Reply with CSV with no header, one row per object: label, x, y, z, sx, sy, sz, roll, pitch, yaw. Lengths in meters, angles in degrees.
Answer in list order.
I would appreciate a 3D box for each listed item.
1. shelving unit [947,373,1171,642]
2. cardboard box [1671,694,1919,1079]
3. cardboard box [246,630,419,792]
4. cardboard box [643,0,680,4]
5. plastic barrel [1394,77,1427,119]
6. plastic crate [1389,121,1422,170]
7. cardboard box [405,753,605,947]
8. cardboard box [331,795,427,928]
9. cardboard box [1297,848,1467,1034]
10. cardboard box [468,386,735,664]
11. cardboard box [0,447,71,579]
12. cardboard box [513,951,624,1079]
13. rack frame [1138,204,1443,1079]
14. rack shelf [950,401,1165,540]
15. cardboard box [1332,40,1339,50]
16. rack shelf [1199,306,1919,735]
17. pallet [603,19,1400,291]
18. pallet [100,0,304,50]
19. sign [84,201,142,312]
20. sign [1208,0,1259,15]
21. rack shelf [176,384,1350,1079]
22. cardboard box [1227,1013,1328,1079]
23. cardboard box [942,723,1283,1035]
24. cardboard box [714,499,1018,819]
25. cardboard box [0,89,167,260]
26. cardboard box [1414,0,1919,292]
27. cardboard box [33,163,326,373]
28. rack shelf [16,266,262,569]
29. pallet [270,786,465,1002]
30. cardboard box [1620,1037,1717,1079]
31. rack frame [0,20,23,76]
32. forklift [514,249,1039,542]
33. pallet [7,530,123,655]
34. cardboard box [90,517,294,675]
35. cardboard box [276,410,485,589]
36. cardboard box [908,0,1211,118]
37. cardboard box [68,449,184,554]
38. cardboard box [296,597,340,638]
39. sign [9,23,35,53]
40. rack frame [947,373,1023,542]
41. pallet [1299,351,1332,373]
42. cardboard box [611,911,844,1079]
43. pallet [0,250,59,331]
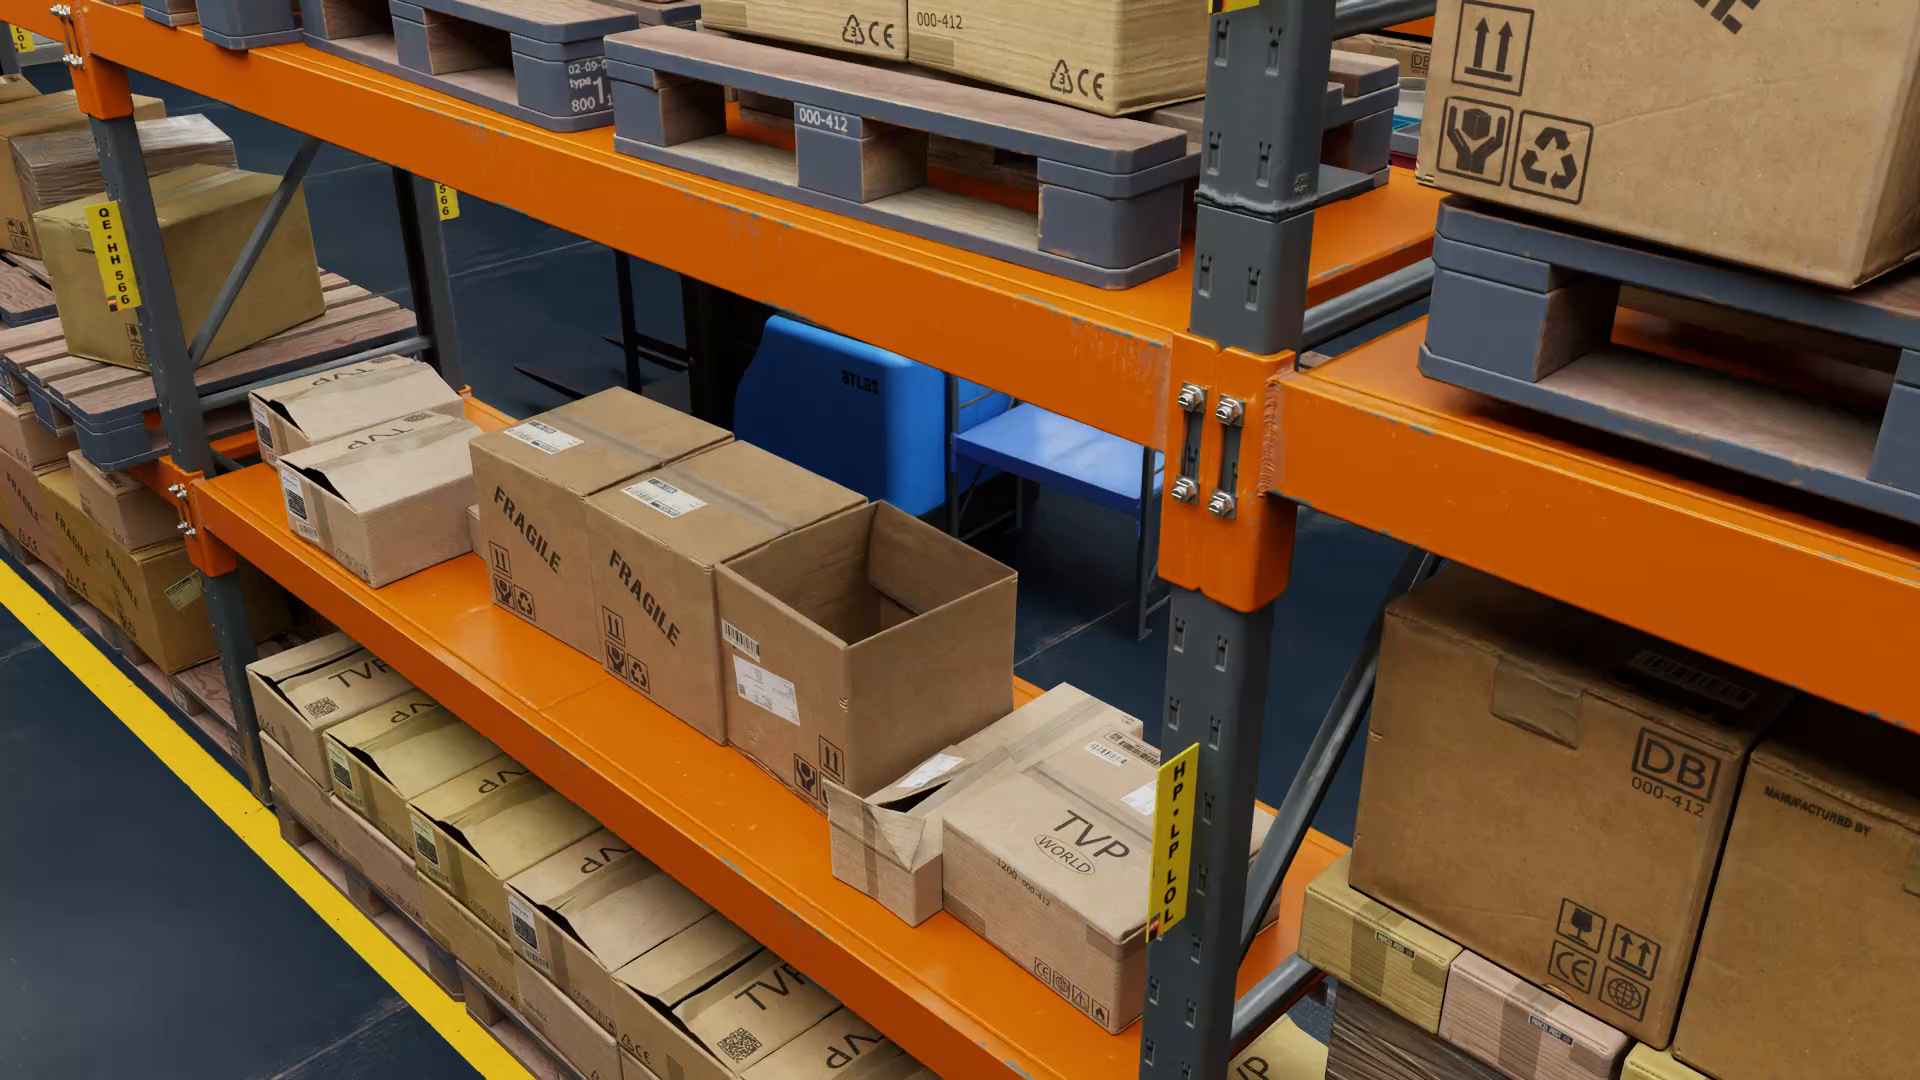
shelving unit,0.506,-0.483,7.057,1.048,1.500,0.538,21,35,35
cardboard box,1.376,0.440,2.188,0.500,0.500,0.700,24,36,38
cardboard box,-1.991,0.498,5.481,0.500,0.311,0.500,-24,36,-38
cardboard box,-0.626,-1.340,3.562,0.500,0.250,0.500,21,34,34
plastic barrel,2.200,-1.981,8.174,0.421,0.512,0.421,0,28,0
plastic crate,2.255,-1.596,7.493,0.583,0.464,0.402,25,36,38
cardboard box,-1.248,0.833,4.843,0.500,0.311,0.500,23,36,37
cardboard box,-1.632,0.910,5.300,0.500,0.250,0.500,23,36,37
cardboard box,0.750,0.572,2.634,0.250,0.149,0.380,25,36,38
cardboard box,-0.950,-0.056,4.526,0.500,0.500,0.500,22,35,36
cardboard box,-3.737,-0.207,7.134,0.500,0.500,0.500,23,35,37
cardboard box,-0.891,1.245,4.663,0.500,0.250,0.500,-24,36,-38
rack frame,0.694,0.752,3.098,0.127,3.000,1.000,25,36,38
rack shelf,0.506,-0.324,7.141,1.000,0.185,0.538,21,35,35
cardboard box,3.046,-3.897,13.770,0.875,0.875,1.225,23,36,37
rack shelf,2.120,0.395,1.326,4.000,0.370,1.077,25,36,38
pallet,0.056,-0.775,2.983,1.217,0.209,0.805,23,35,36
pallet,-1.612,-1.606,4.561,1.213,0.211,1.003,-23,36,-37
sign,-2.532,-0.848,4.980,0.005,0.325,0.100,25,36,38
sign,0.321,-0.761,1.857,0.005,0.325,0.100,25,36,38
rack shelf,-0.732,0.417,4.506,4.000,0.370,1.077,25,36,38
cardboard box,0.574,1.317,3.923,0.500,0.311,0.500,25,37,39
cardboard box,0.312,0.672,3.410,0.500,0.250,0.500,-23,35,-36
cardboard box,-0.218,0.279,3.888,0.500,0.500,0.500,-22,35,-36
cardboard box,-3.707,-1.533,6.884,0.500,0.500,0.700,15,31,26
cardboard box,0.868,-0.616,1.767,0.500,0.500,0.500,-22,35,-35
cardboard box,-2.686,-0.952,5.778,0.500,0.500,0.700,12,30,22
rack shelf,-3.584,-0.888,6.988,4.000,0.370,1.077,25,36,38
pallet,-1.599,0.962,5.693,1.213,0.211,1.003,25,36,38
cardboard box,1.114,0.738,2.320,0.250,0.149,0.380,23,36,37
rack frame,-5.011,-1.859,8.062,0.127,3.000,1.000,25,36,38
forklift,-1.071,-1.719,7.869,3.031,2.935,1.130,21,35,35
pallet,-3.530,0.027,7.473,1.213,0.211,1.003,25,36,38
cardboard box,-2.990,0.131,6.491,0.500,0.500,0.500,-24,36,-37
cardboard box,-1.656,-0.158,4.923,0.500,0.311,0.500,24,36,38
cardboard box,0.261,-0.900,2.725,0.500,0.250,0.500,-21,34,-34
cardboard box,-3.033,-0.218,6.349,0.500,0.250,0.500,-24,36,-37
cardboard box,-2.282,0.115,6.522,0.500,0.500,0.500,-23,36,-37
sign,-4.624,-2.557,8.145,0.005,0.325,0.100,25,36,38
rack frame,0.118,-0.636,7.347,0.032,1.500,0.500,21,35,35
pallet,1.842,-0.696,8.847,1.213,0.211,1.003,25,36,38
cardboard box,-0.525,1.166,4.210,0.500,0.311,0.500,24,36,38
pallet,-3.548,-1.102,6.828,1.213,0.211,1.003,25,36,38
